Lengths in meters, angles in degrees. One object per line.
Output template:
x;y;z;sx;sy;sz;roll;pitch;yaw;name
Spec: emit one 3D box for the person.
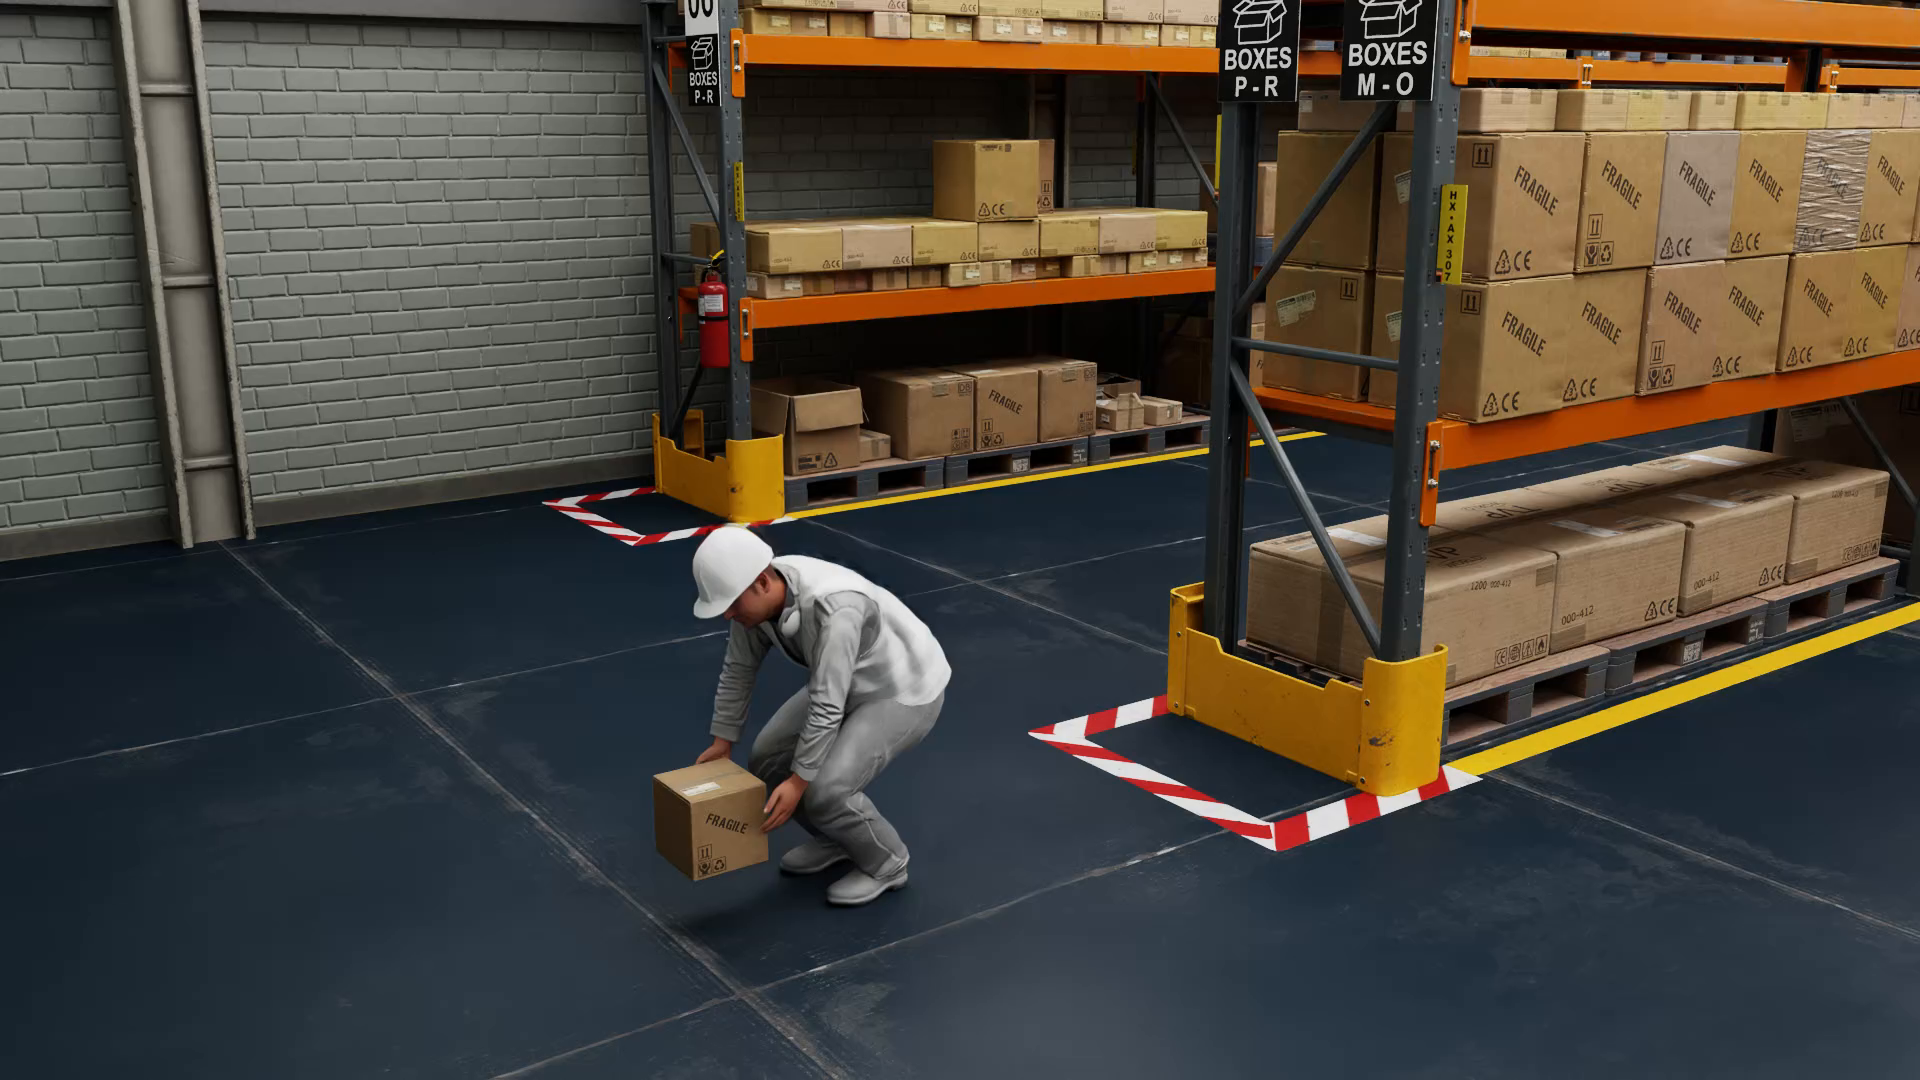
-0.417;0.510;5.081;0.844;1.222;0.575;-10;18;-35;person
